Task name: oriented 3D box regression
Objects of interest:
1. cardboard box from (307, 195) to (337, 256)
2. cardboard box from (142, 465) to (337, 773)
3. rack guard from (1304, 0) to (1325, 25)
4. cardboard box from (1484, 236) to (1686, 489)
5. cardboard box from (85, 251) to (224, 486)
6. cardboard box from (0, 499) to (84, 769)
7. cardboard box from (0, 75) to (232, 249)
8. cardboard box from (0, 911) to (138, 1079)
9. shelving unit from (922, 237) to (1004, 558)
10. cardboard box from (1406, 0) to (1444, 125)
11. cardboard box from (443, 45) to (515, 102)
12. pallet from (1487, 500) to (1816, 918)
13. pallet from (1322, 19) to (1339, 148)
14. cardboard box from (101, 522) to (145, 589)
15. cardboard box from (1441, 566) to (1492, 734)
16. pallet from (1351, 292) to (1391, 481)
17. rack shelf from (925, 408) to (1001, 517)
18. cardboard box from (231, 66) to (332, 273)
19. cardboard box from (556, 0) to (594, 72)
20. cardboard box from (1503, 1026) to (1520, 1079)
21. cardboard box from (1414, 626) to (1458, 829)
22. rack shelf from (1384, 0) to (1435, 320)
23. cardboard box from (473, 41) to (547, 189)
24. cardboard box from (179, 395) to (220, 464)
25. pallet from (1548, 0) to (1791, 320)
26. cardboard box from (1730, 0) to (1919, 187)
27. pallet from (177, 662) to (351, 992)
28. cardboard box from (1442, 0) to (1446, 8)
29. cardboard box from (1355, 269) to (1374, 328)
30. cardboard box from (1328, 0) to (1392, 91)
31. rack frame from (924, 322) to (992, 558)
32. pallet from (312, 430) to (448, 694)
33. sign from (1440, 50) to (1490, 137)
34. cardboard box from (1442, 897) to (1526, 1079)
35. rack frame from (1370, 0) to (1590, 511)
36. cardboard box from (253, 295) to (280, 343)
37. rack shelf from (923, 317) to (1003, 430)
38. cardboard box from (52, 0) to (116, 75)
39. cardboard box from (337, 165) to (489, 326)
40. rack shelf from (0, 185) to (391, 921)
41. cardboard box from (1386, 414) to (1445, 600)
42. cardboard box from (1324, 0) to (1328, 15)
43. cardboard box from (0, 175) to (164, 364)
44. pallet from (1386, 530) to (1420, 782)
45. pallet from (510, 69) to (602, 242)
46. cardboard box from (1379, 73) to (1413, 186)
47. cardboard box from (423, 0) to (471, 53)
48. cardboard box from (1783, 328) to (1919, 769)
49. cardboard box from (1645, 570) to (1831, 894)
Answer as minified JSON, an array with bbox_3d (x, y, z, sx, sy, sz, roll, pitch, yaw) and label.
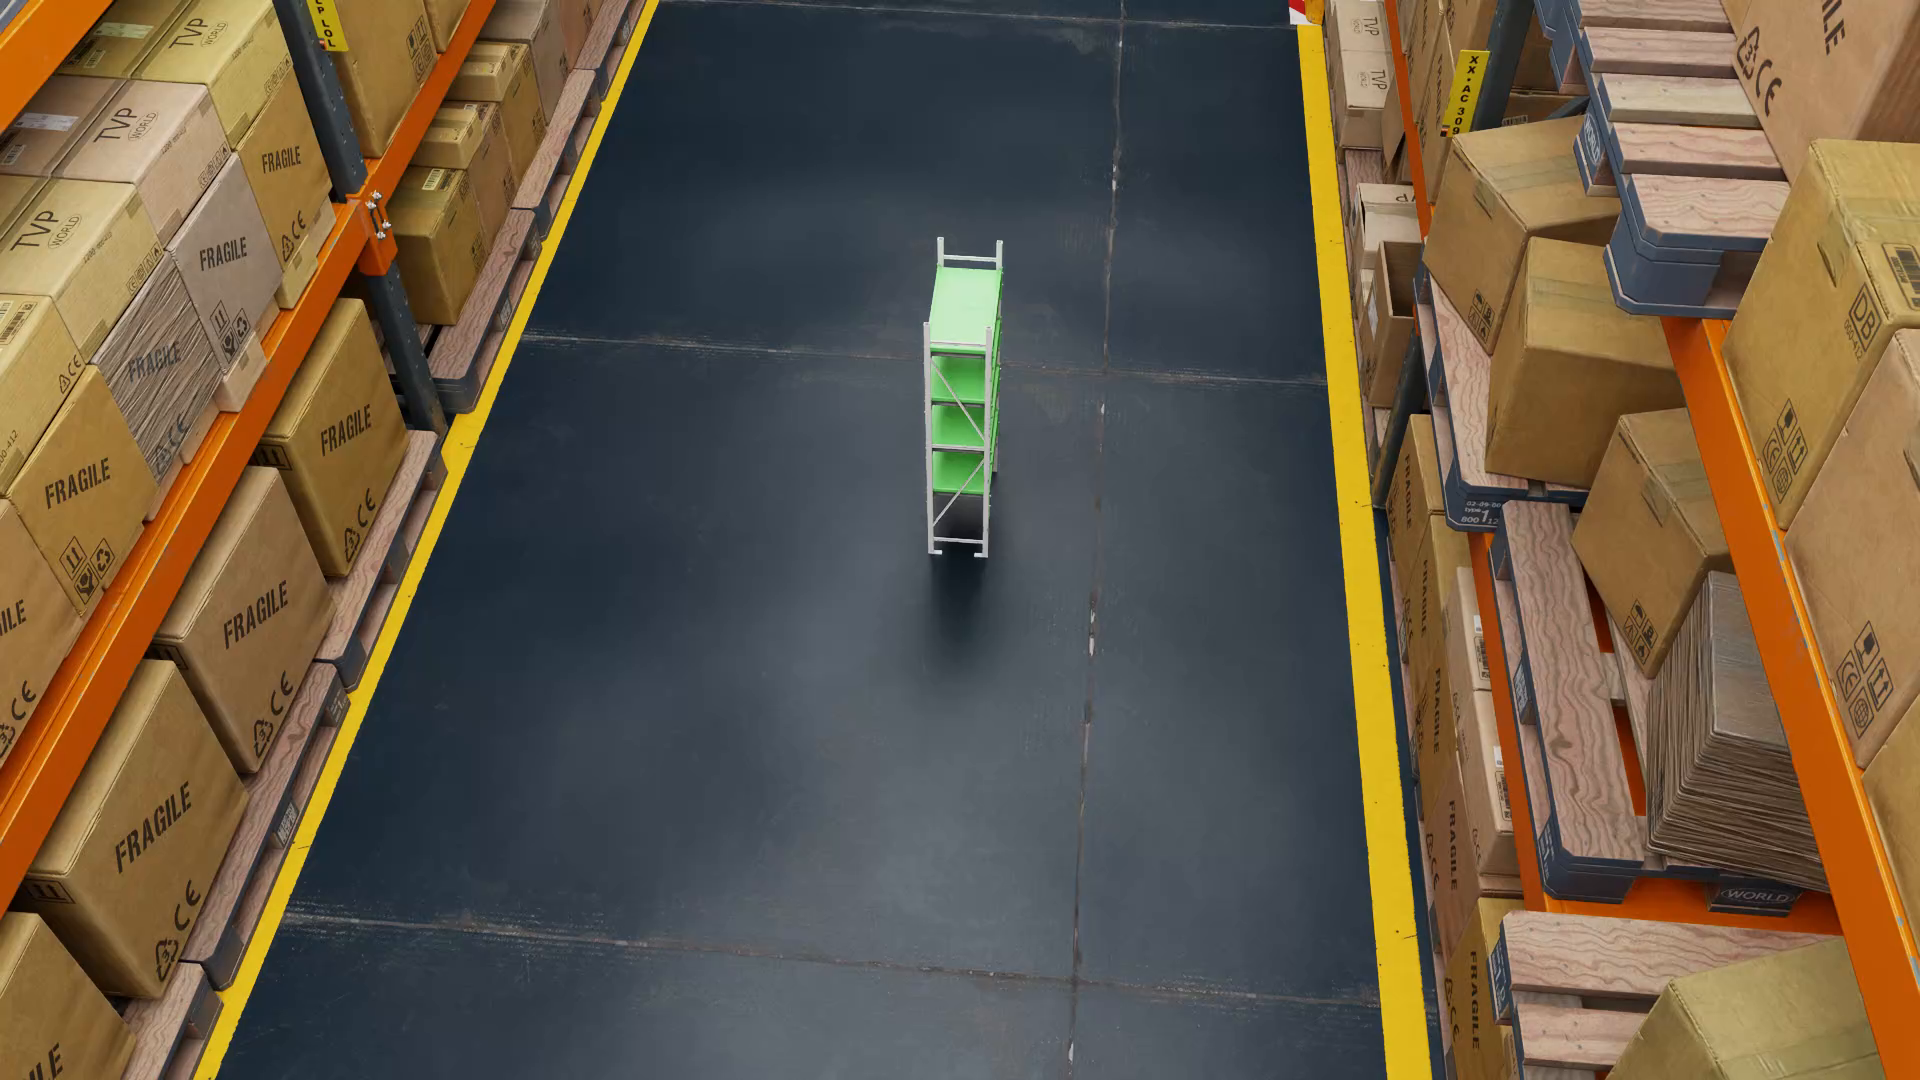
[{"bbox_3d":[-2.469,-1.135,5.938,0.380,0.149,0.250,4,48,4],"label":"cardboard box"},{"bbox_3d":[-2.728,0.243,5.693,0.750,0.750,0.750,5,48,5],"label":"cardboard box"},{"bbox_3d":[2.571,-3.190,9.355,1.175,0.500,0.348,4,48,4],"label":"rack guard"},{"bbox_3d":[1.948,-0.483,4.832,0.700,0.500,0.500,11,48,10],"label":"cardboard box"},{"bbox_3d":[-2.602,-0.521,4.937,0.500,0.500,0.500,4,48,4],"label":"cardboard box"},{"bbox_3d":[-2.683,0.229,4.250,0.500,0.500,0.500,4,48,3],"label":"cardboard box"},{"bbox_3d":[-2.564,-1.139,4.994,0.500,0.250,0.500,5,48,4],"label":"cardboard box"},{"bbox_3d":[-2.887,1.511,4.533,0.750,0.750,0.750,3,48,3],"label":"cardboard box"},{"bbox_3d":[0.015,-0.527,6.444,0.258,1.200,0.503,4,48,4],"label":"shelving unit"},{"bbox_3d":[2.049,-1.947,6.456,0.500,0.500,0.500,5,48,5],"label":"cardboard box"},{"bbox_3d":[-2.290,-2.163,7.691,0.380,0.149,0.250,3,48,2],"label":"cardboard box"},{"bbox_3d":[2.021,0.425,4.485,1.003,0.211,1.213,4,48,4],"label":"pallet"},{"bbox_3d":[2.499,-2.506,8.925,1.003,0.211,1.213,4,48,4],"label":"pallet"},{"bbox_3d":[-2.664,-0.010,4.909,0.380,0.149,0.250,5,48,5],"label":"cardboard box"},{"bbox_3d":[1.835,0.366,5.296,0.500,0.250,0.500,4,48,4],"label":"cardboard box"},{"bbox_3d":[2.277,-0.713,7.286,1.003,0.211,1.213,4,48,4],"label":"pallet"},{"bbox_3d":[0.015,-0.321,6.669,0.258,0.148,0.480,4,48,4],"label":"rack shelf"},{"bbox_3d":[-2.511,-1.265,5.617,0.500,0.500,0.500,3,48,3],"label":"cardboard box"},{"bbox_3d":[-2.366,-2.829,8.740,0.700,0.500,0.500,4,48,3],"label":"cardboard box"},{"bbox_3d":[1.701,1.487,4.271,0.500,0.250,0.500,6,48,5],"label":"cardboard box"},{"bbox_3d":[1.836,0.644,5.550,0.500,0.500,0.500,4,48,4],"label":"cardboard box"},{"bbox_3d":[2.395,-2.377,7.405,1.077,0.370,4.000,4,48,4],"label":"rack shelf"},{"bbox_3d":[-2.452,-2.067,8.043,0.700,0.500,0.500,5,48,4],"label":"cardboard box"},{"bbox_3d":[-2.591,-0.387,5.254,0.380,0.149,0.250,4,48,4],"label":"cardboard box"},{"bbox_3d":[1.992,-0.862,3.626,1.213,0.211,1.003,4,48,4],"label":"pallet"},{"bbox_3d":[1.975,-1.026,3.229,0.600,0.600,0.600,2,48,2],"label":"cardboard box"},{"bbox_3d":[-2.824,0.932,5.781,1.003,0.211,1.213,4,48,4],"label":"pallet"},{"bbox_3d":[2.045,-2.287,6.089,0.500,0.500,0.500,3,48,3],"label":"cardboard box"},{"bbox_3d":[1.957,-1.054,7.341,0.380,0.149,0.250,4,48,4],"label":"cardboard box"},{"bbox_3d":[2.200,-2.562,8.652,0.500,0.250,0.500,4,48,4],"label":"cardboard box"},{"bbox_3d":[-0.007,-0.347,6.280,0.240,1.200,0.015,4,48,4],"label":"rack frame"},{"bbox_3d":[-2.716,0.033,6.603,1.003,0.211,1.213,4,48,4],"label":"pallet"},{"bbox_3d":[1.672,-1.473,5.504,0.100,0.325,0.005,4,48,4],"label":"sign"},{"bbox_3d":[1.747,1.401,4.857,0.500,0.500,0.500,2,48,2],"label":"cardboard box"},{"bbox_3d":[2.213,-1.150,5.795,1.000,3.000,0.127,4,48,4],"label":"rack frame"},{"bbox_3d":[-2.537,-0.761,5.596,0.380,0.149,0.250,5,48,5],"label":"cardboard box"},{"bbox_3d":[0.015,-0.645,6.314,0.258,0.148,0.480,4,48,4],"label":"rack shelf"},{"bbox_3d":[-3.022,-1.554,5.373,0.500,0.250,0.500,5,48,5],"label":"cardboard box"},{"bbox_3d":[-2.550,-1.321,7.361,0.700,0.500,0.500,4,48,4],"label":"cardboard box"},{"bbox_3d":[-2.903,0.232,5.018,1.077,0.370,4.000,4,48,4],"label":"rack shelf"},{"bbox_3d":[1.926,-0.116,6.245,0.500,0.500,0.500,2,48,2],"label":"cardboard box"},{"bbox_3d":[2.197,-2.991,9.113,0.380,0.149,0.250,4,48,4],"label":"cardboard box"},{"bbox_3d":[-2.611,-0.764,4.651,0.500,0.250,0.500,5,48,4],"label":"cardboard box"},{"bbox_3d":[2.177,0.391,6.275,1.003,0.211,1.213,4,48,4],"label":"pallet"},{"bbox_3d":[-2.465,-1.992,8.455,1.003,0.211,1.213,4,48,4],"label":"pallet"},{"bbox_3d":[2.379,-1.837,7.817,0.797,0.503,0.637,4,48,4],"label":"cardboard box"},{"bbox_3d":[-2.583,-2.515,6.840,0.980,0.700,0.700,3,48,3],"label":"cardboard box"},{"bbox_3d":[1.901,0.046,2.601,0.910,0.500,0.500,4,48,4],"label":"cardboard box"},{"bbox_3d":[2.067,0.484,3.948,0.700,0.500,0.500,12,49,11],"label":"cardboard box"}]
